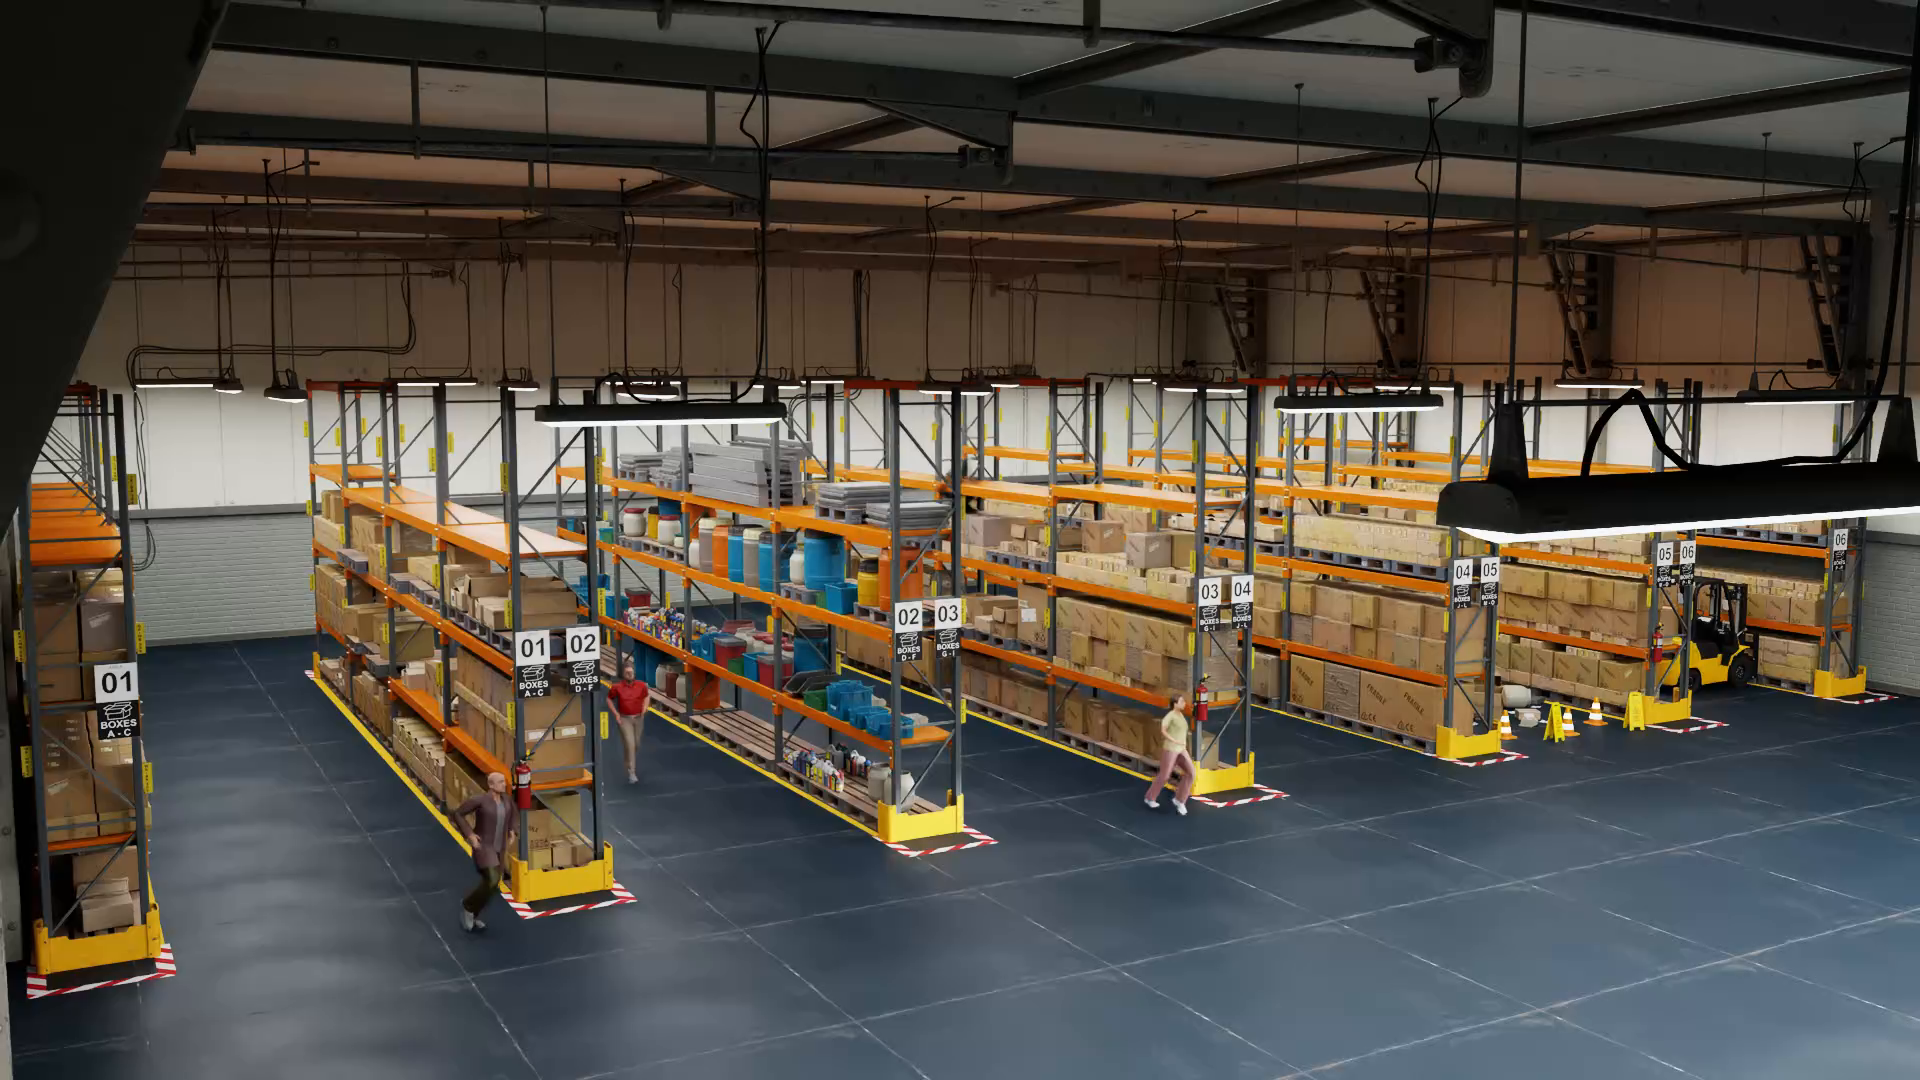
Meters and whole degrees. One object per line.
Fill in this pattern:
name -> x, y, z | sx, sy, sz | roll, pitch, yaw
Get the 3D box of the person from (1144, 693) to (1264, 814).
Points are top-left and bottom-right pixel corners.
person -> 3.396, 2.477, 28.638 | 6.664, 1.681, 8.751 | 5, 8, 40

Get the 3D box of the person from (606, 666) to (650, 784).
person -> -5.050, 2.776, 25.415 | 0.649, 1.756, 0.836 | -4, 7, -31

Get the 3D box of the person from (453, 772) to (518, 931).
person -> -5.279, 3.483, 18.738 | 0.634, 1.735, 0.729 | 3, 7, 30
